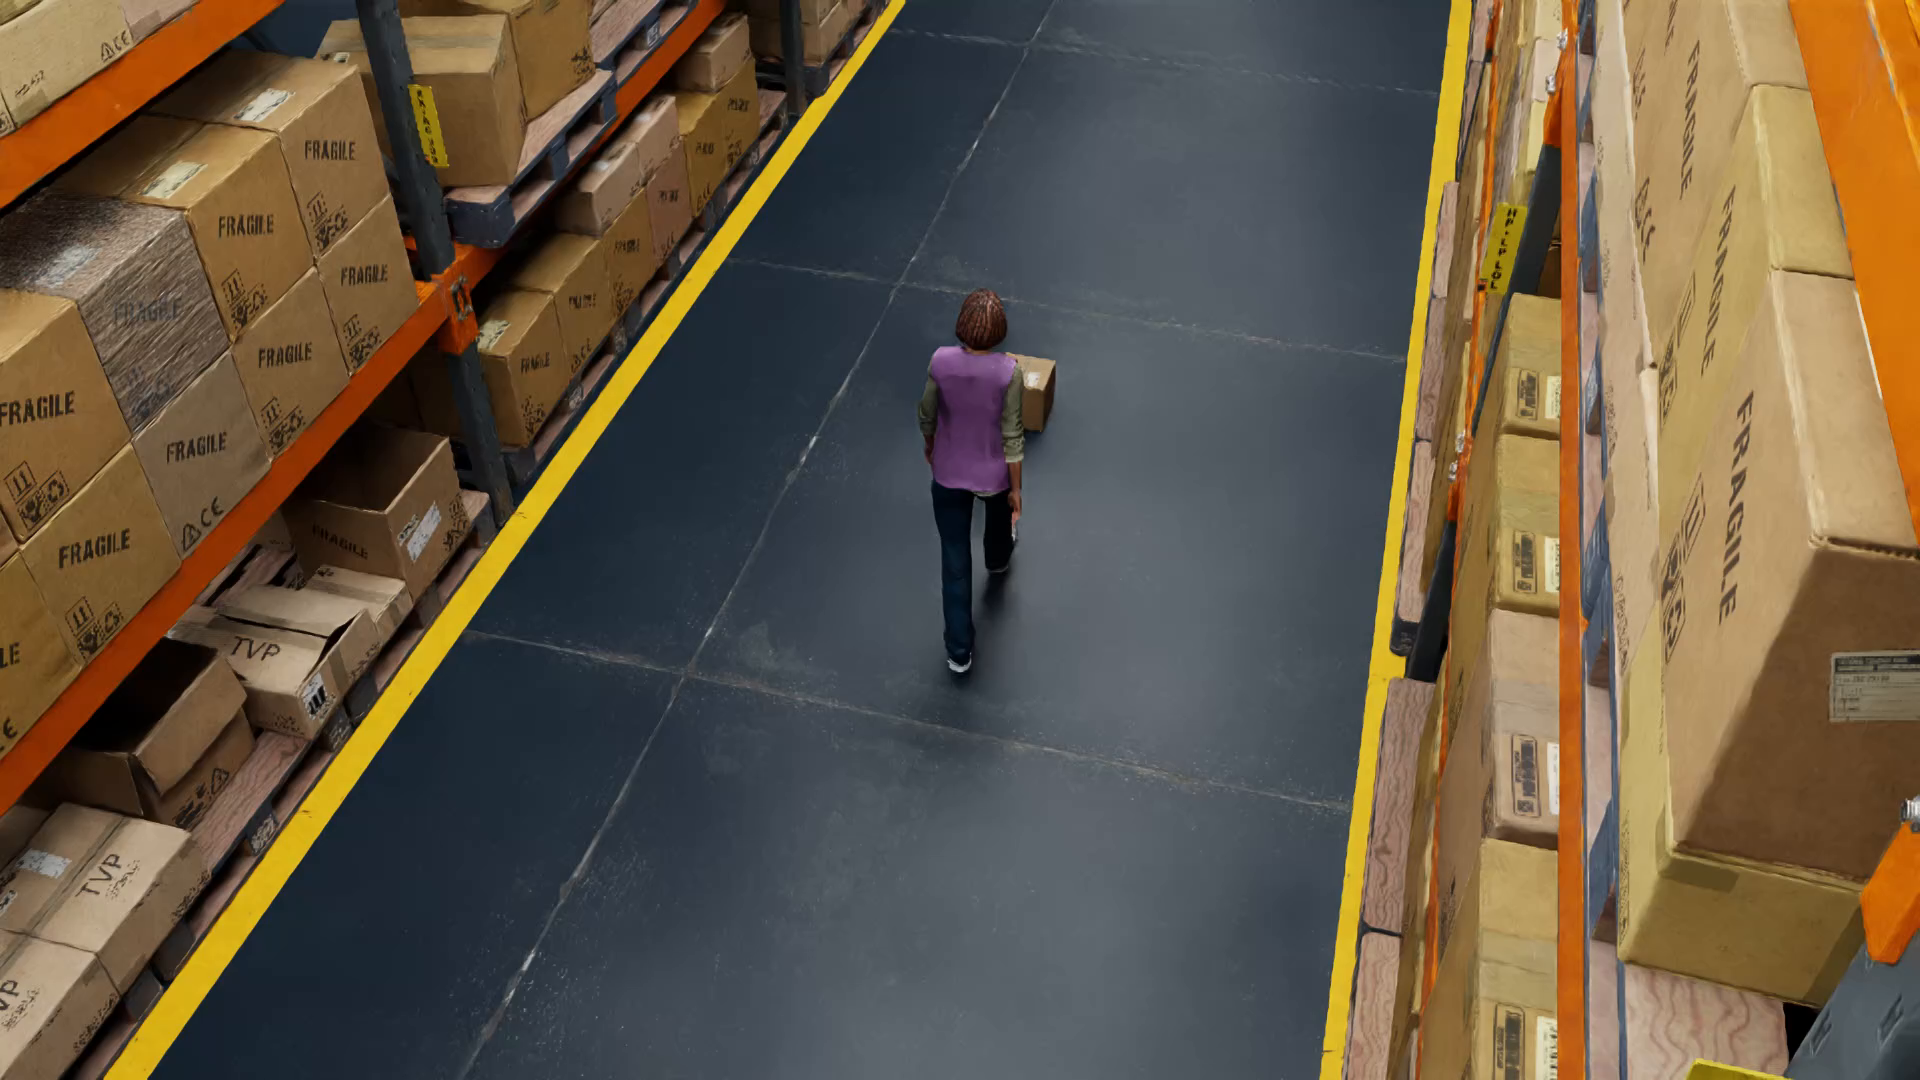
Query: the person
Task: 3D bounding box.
[{"bbox_3d":[0.044,-0.309,6.523,0.435,1.540,0.908,5,42,5],"label":"person"}]
